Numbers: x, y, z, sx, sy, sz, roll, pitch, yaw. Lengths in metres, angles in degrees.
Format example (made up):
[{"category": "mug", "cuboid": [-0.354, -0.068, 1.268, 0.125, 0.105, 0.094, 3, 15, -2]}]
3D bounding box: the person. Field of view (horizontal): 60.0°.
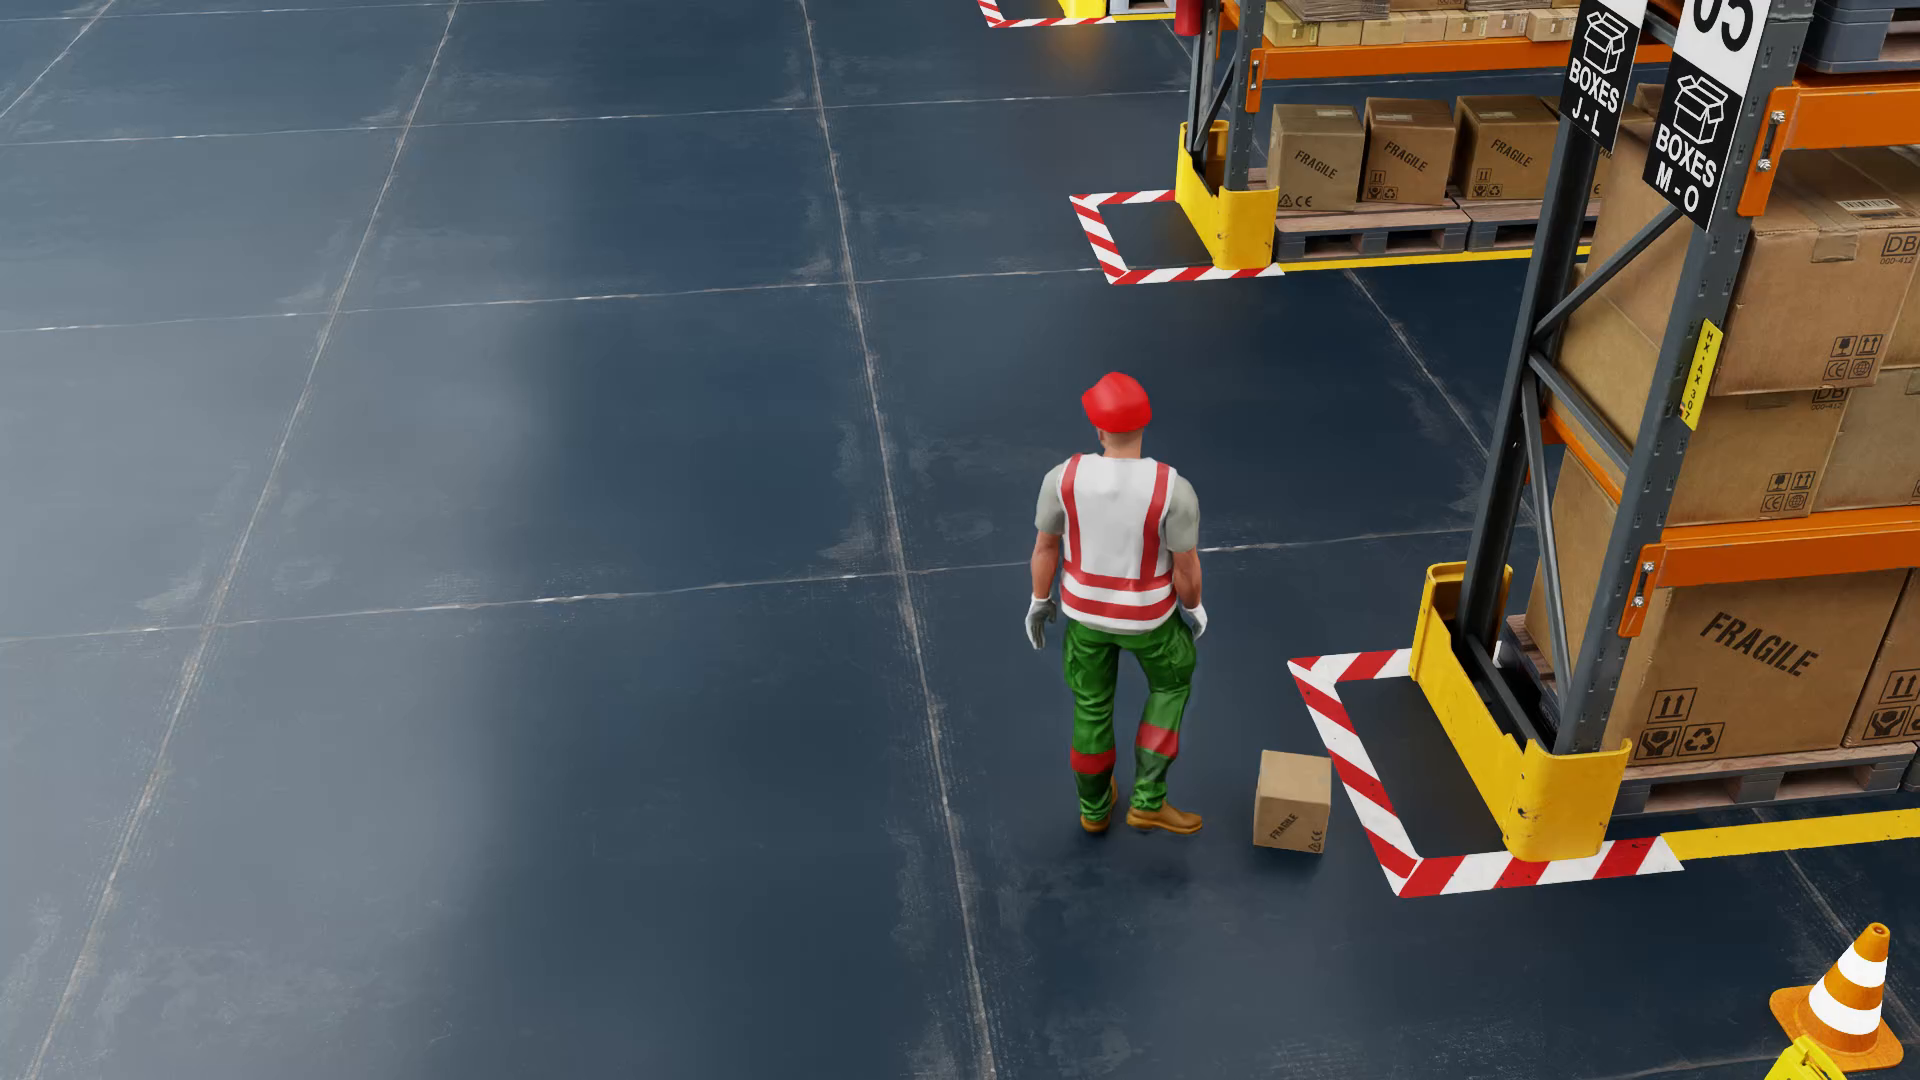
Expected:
[{"category": "person", "cuboid": [0.566, 0.271, 5.694, 0.691, 1.779, 0.454, 10, 36, 14]}]
